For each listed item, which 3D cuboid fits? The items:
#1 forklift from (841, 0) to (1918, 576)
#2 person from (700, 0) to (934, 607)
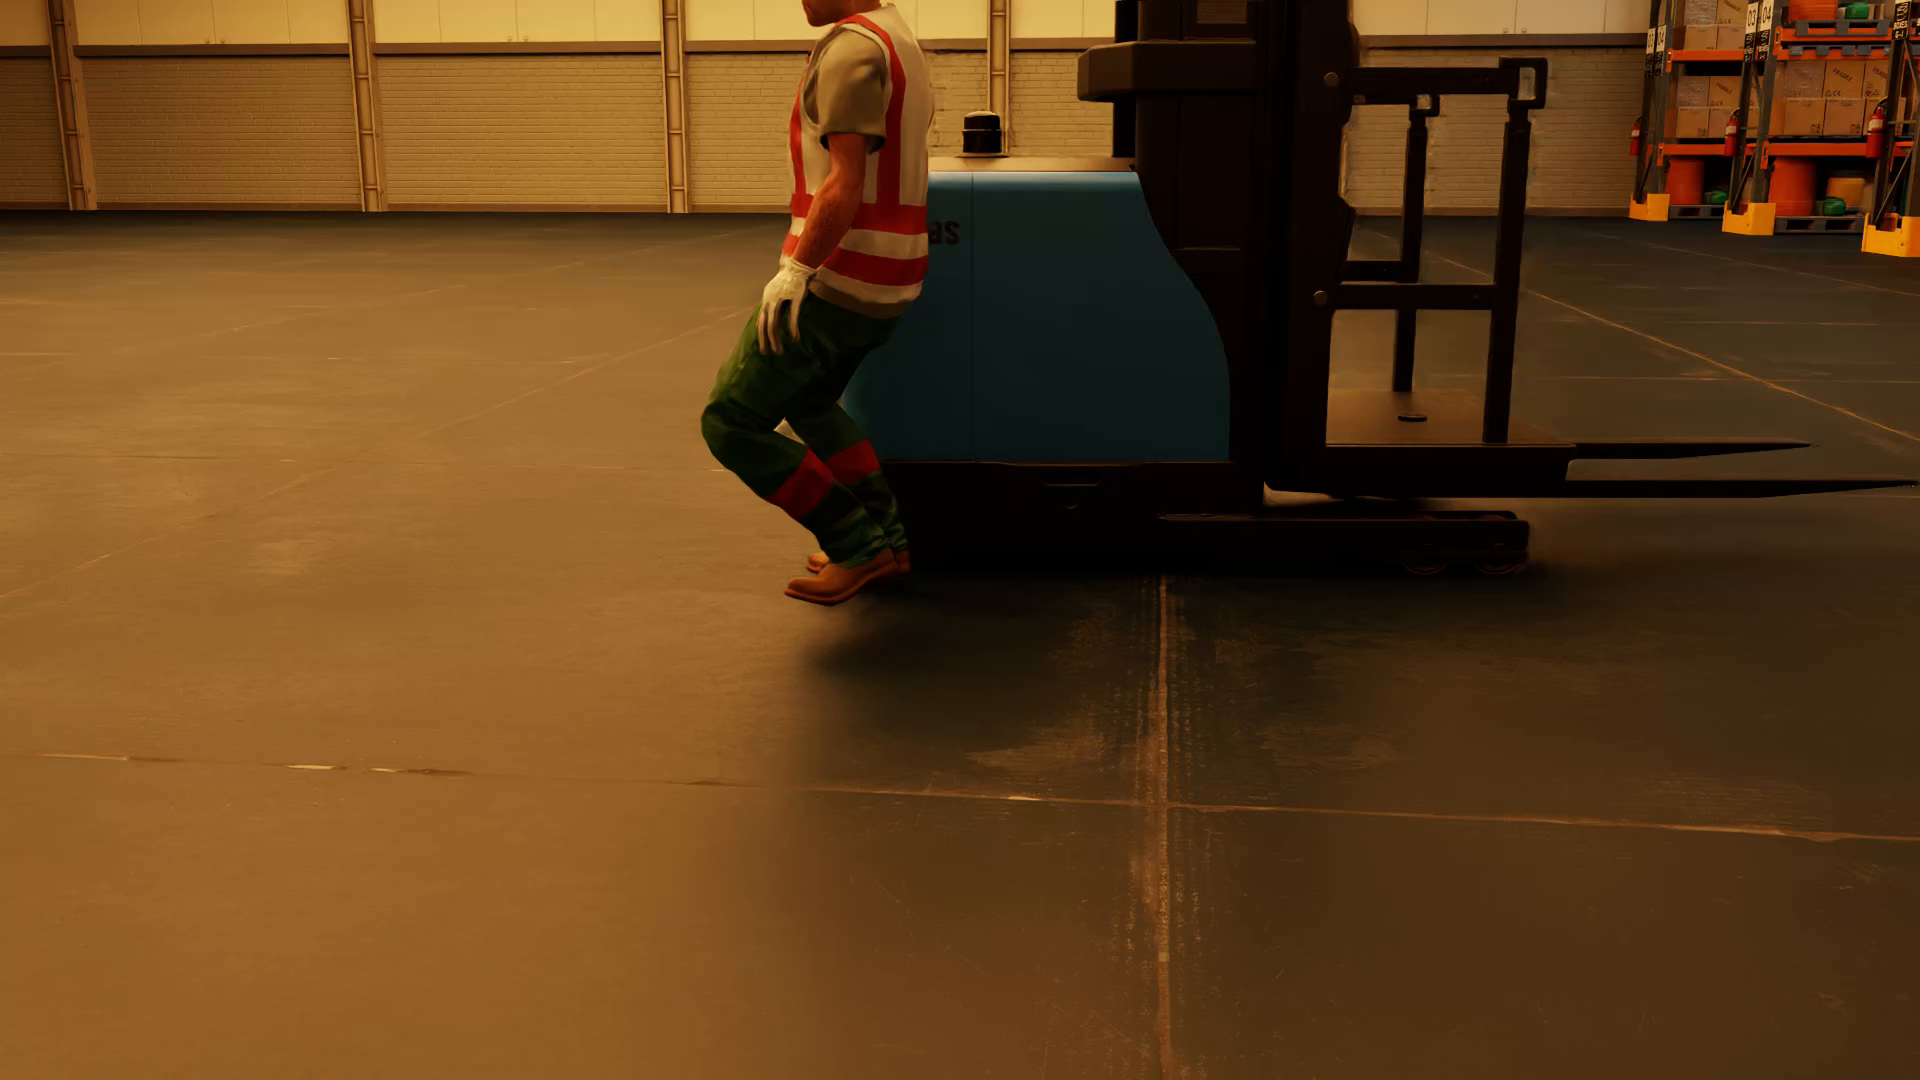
[{"bbox_3d":[1.180,-1.452,4.718,3.031,2.935,1.130,0,13,0],"label":"forklift"},{"bbox_3d":[-0.297,-0.654,3.986,0.467,1.665,0.855,4,14,15],"label":"person"}]
